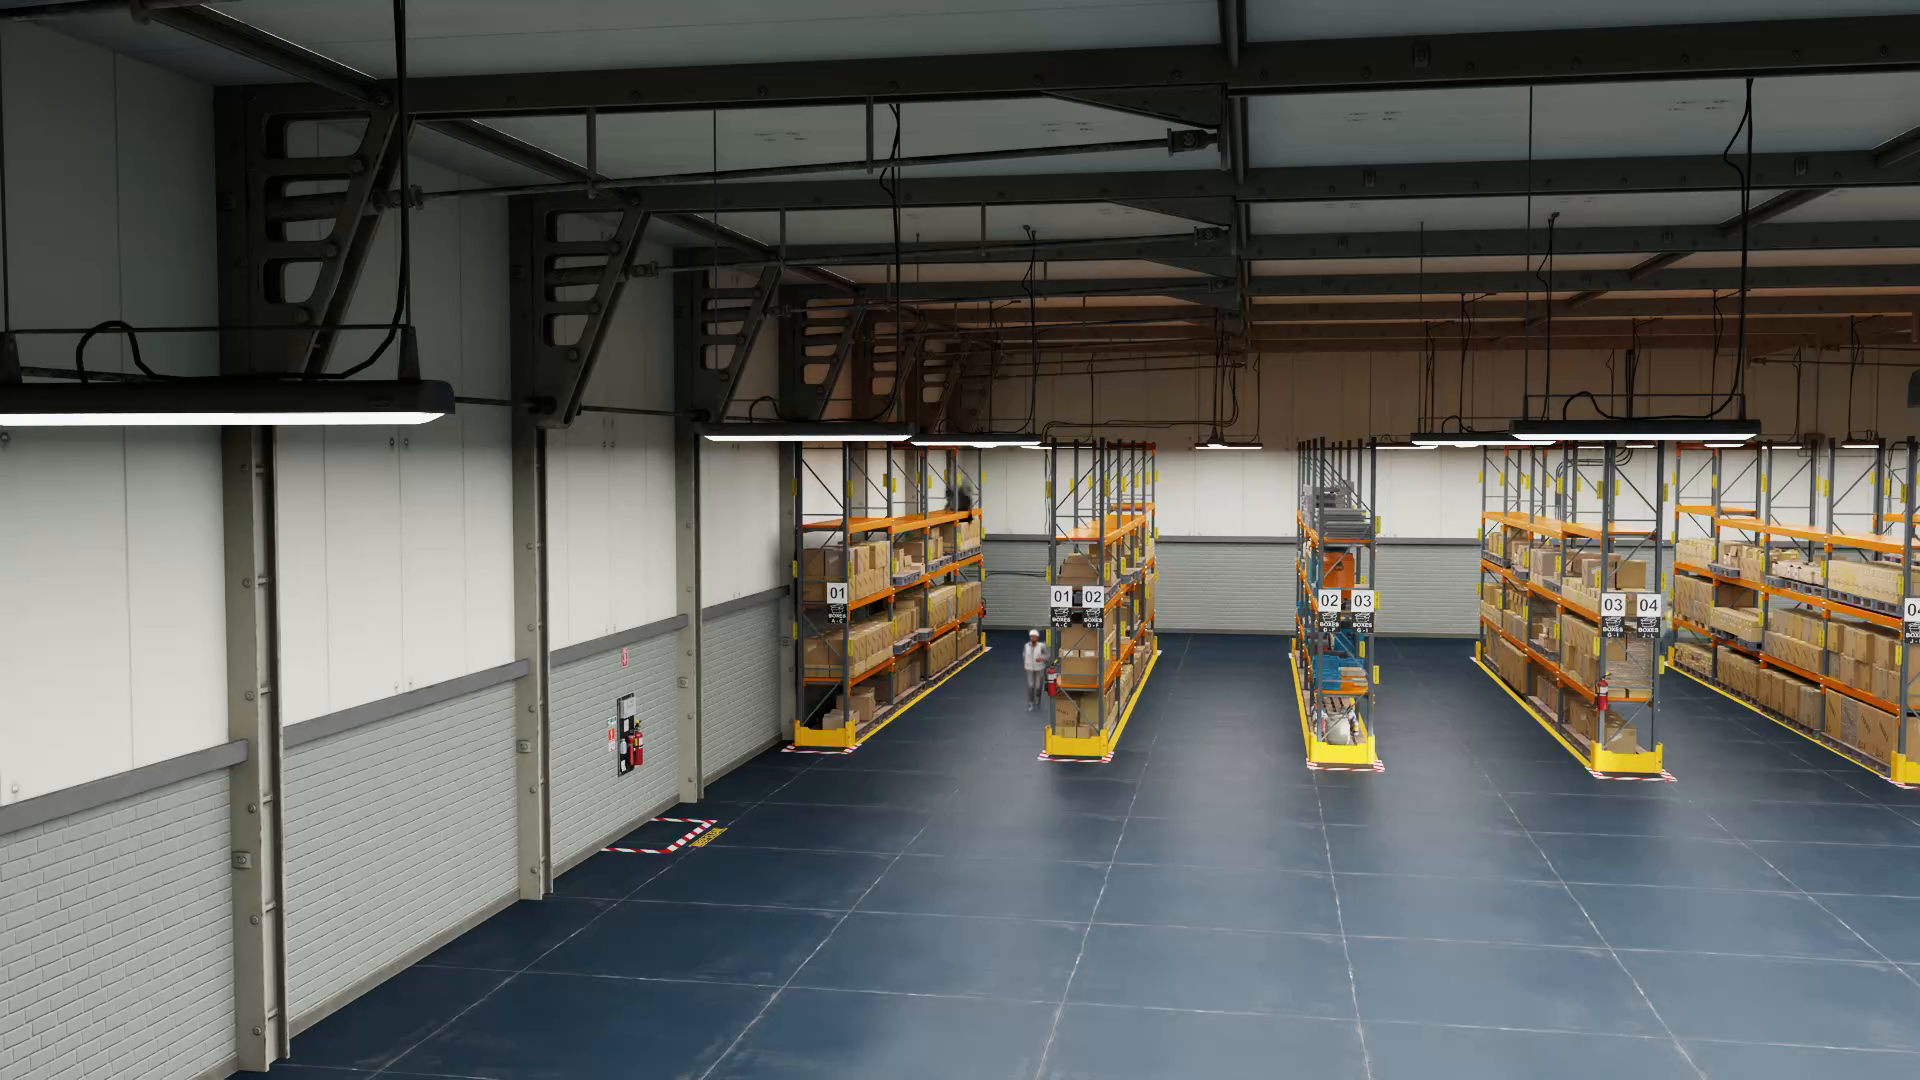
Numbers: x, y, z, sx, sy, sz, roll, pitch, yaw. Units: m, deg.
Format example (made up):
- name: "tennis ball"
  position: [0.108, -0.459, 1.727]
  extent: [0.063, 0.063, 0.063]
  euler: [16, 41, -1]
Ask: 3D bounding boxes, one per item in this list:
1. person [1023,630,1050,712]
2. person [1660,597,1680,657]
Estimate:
- name: "person"
  position: [1.683, 2.884, 36.931]
  extent: [0.648, 1.787, 0.867]
  euler: [1, 3, 13]
- name: "person"
  position: [19.621, 2.428, 45.809]
  extent: [0.732, 1.783, 0.746]
  euler: [1, 3, 16]
